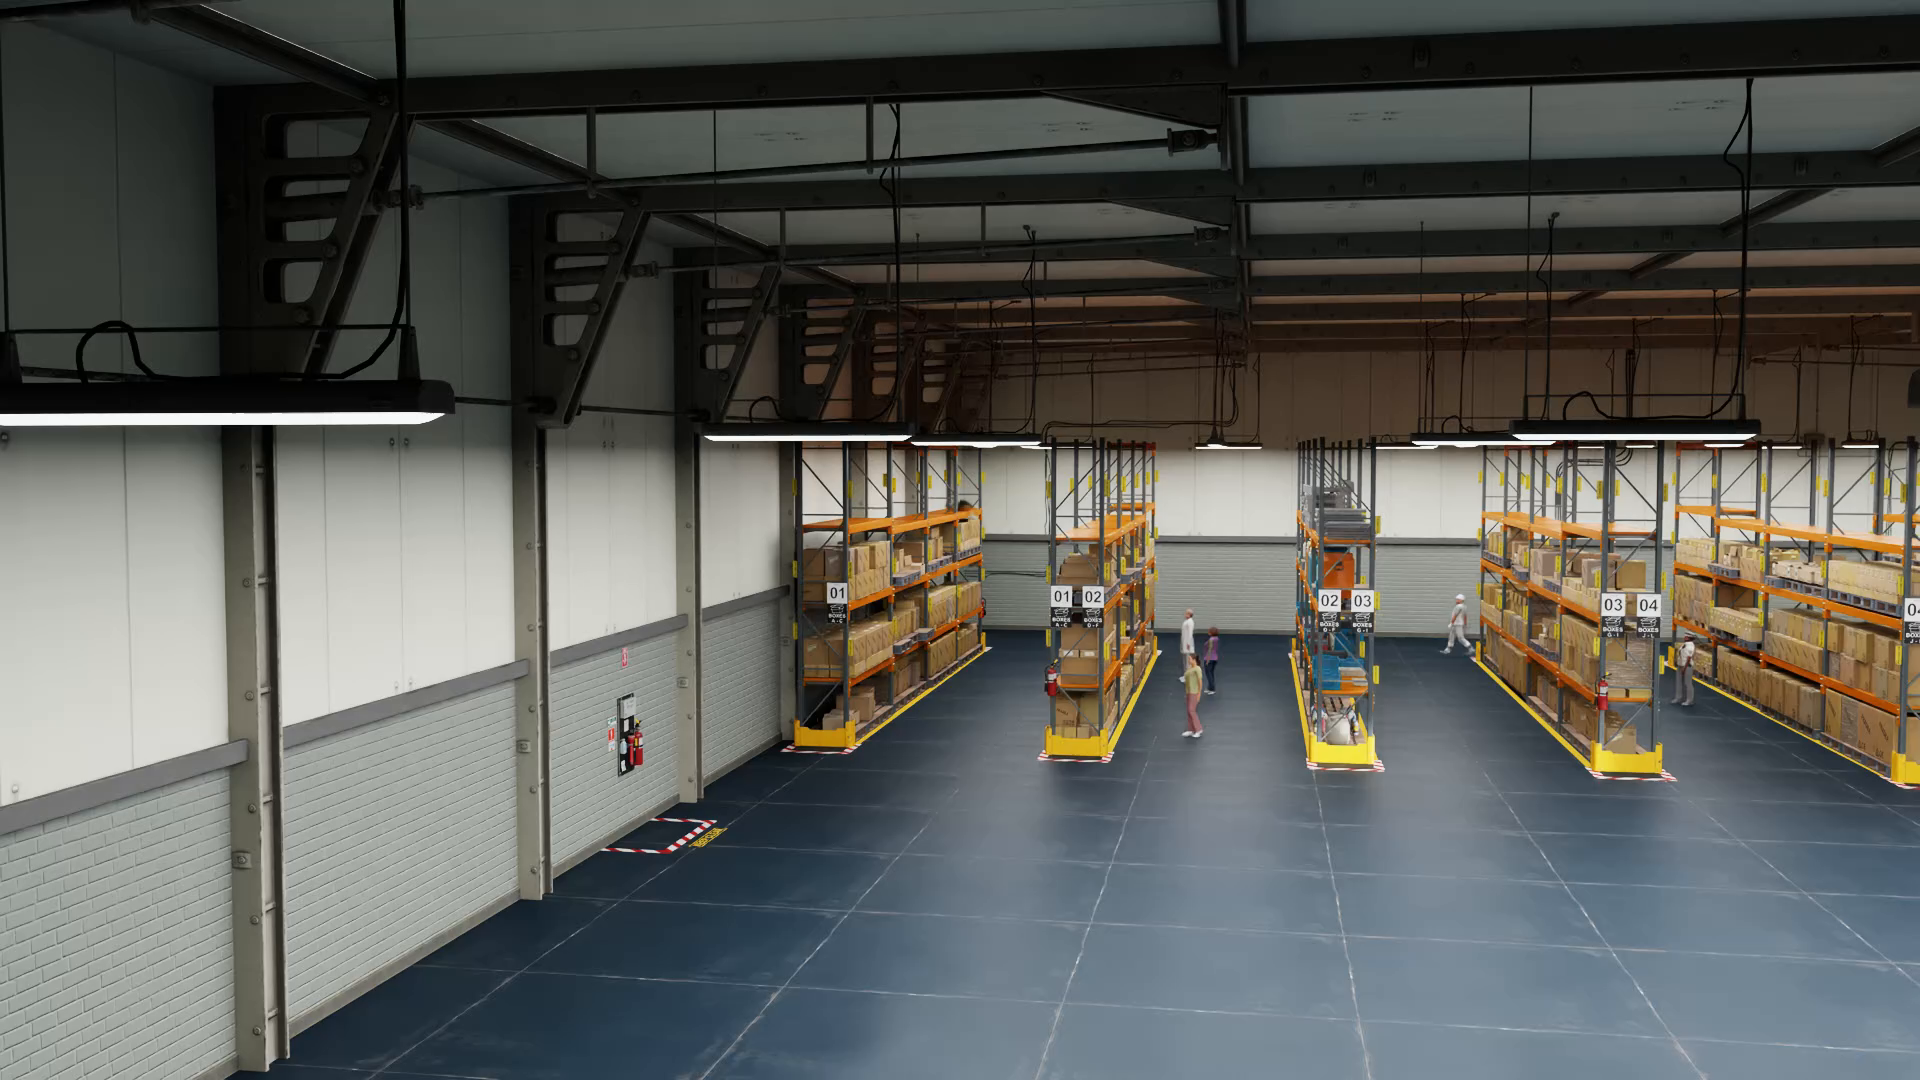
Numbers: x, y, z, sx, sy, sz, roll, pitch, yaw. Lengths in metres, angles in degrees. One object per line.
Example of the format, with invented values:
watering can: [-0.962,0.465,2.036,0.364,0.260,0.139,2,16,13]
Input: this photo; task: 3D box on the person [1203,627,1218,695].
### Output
person: [5.918,2.853,39.389,0.416,1.601,0.529,-3,4,-43]

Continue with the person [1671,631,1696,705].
person: [16.414,2.888,37.681,0.433,1.673,0.504,0,3,-8]

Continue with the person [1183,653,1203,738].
person: [4.676,3.121,33.464,0.384,1.668,0.483,-1,3,-18]

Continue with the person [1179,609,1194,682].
person: [5.666,2.630,41.696,0.474,1.787,0.605,-1,3,-11]

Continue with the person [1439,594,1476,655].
person: [13.965,2.390,46.673,1.028,1.745,0.601,2,3,27]
